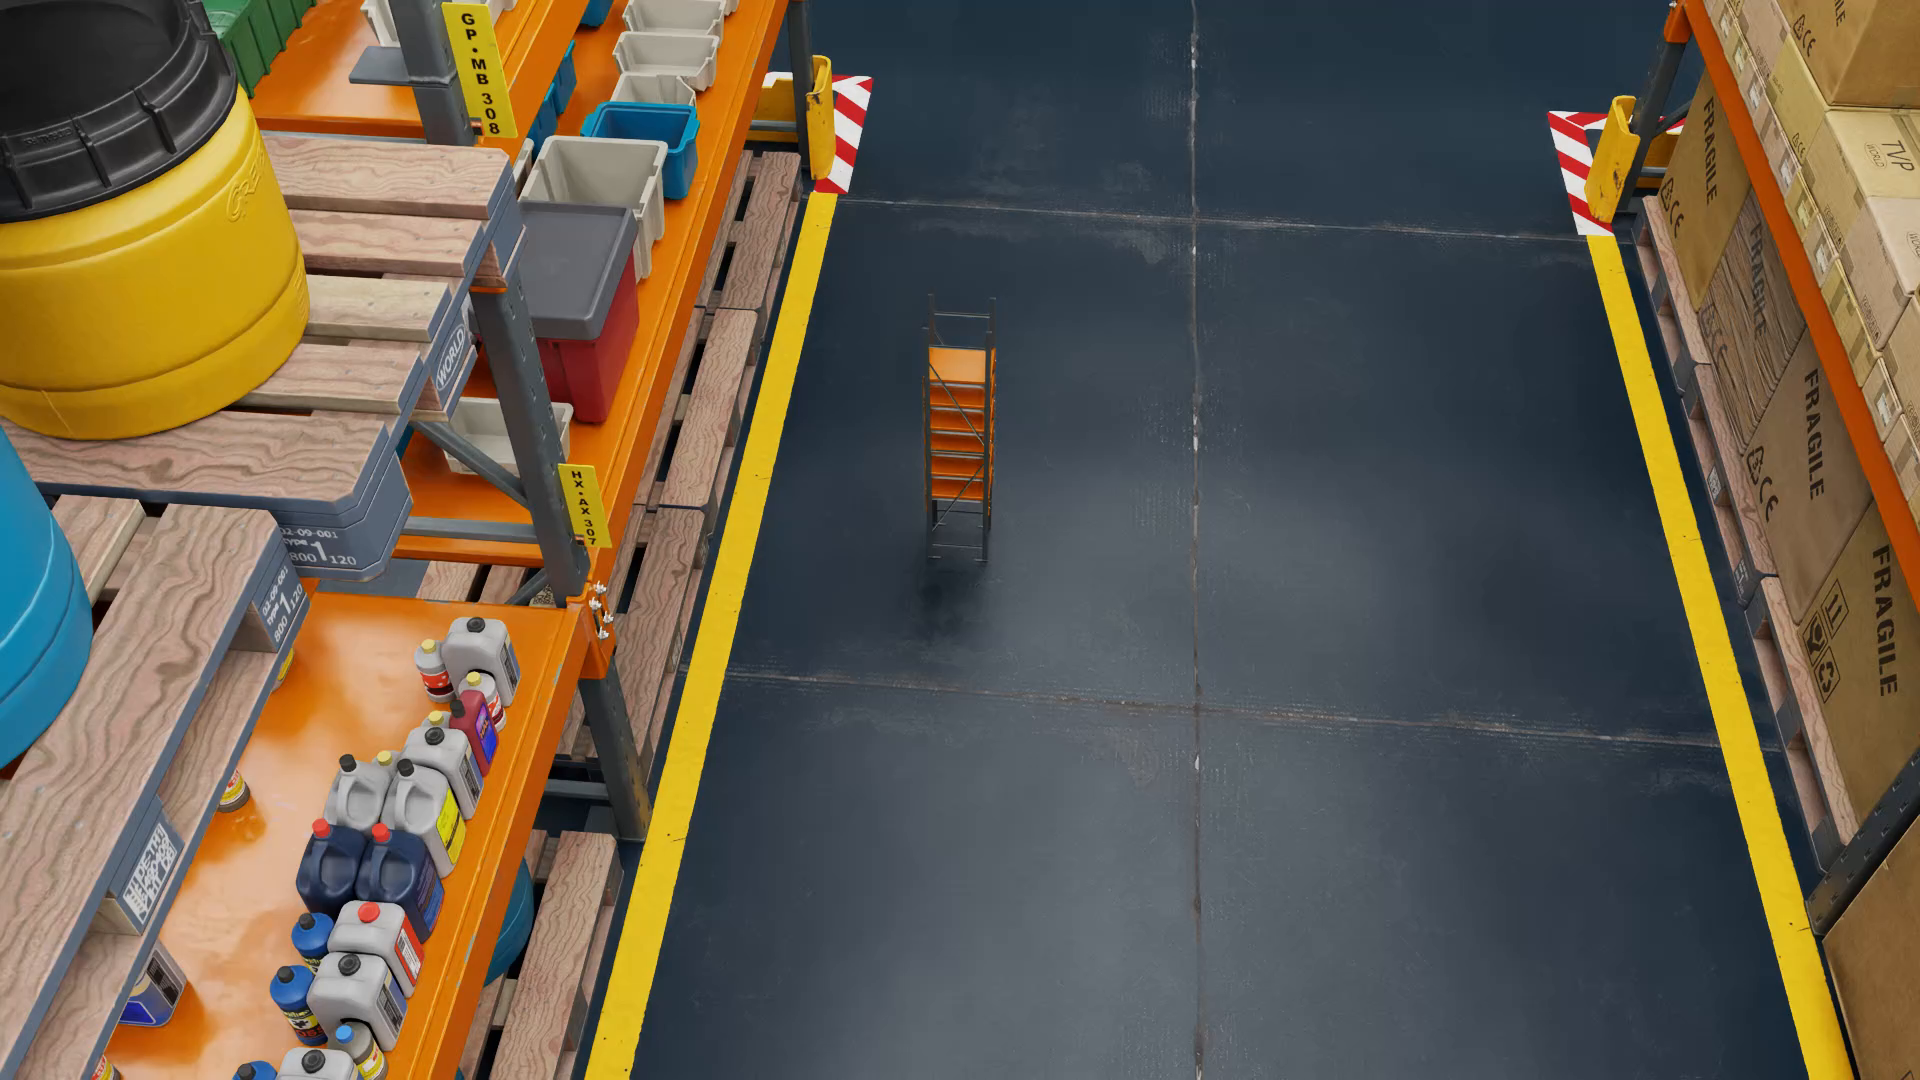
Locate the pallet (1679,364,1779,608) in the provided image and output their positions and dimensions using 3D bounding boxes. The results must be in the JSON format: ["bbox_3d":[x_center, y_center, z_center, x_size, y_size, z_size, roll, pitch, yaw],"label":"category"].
[{"bbox_3d":[3.601,-0.215,6.804,1.003,0.211,1.213,4,48,4],"label":"pallet"}]

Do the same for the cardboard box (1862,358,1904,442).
[{"bbox_3d":[3.117,-0.432,5.282,0.380,0.149,0.250,5,48,4],"label":"cardboard box"}]

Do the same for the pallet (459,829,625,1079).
[{"bbox_3d":[-1.699,1.468,5.264,1.003,0.211,1.213,4,48,4],"label":"pallet"}]

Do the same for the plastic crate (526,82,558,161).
[{"bbox_3d":[-1.720,-1.593,6.247,0.416,0.233,0.300,4,48,4],"label":"plastic crate"}]

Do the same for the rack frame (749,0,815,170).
[{"bbox_3d":[-1.222,-2.976,7.439,1.000,3.000,0.127,4,48,4],"label":"rack frame"}]

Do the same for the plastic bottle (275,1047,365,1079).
[{"bbox_3d":[-1.414,1.225,3.681,0.152,0.276,0.135,4,48,4],"label":"plastic bottle"}]

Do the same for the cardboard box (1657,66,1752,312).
[{"bbox_3d":[3.731,-1.592,7.329,0.875,0.875,0.875,4,48,4],"label":"cardboard box"}]

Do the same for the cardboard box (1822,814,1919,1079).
[{"bbox_3d":[3.307,1.343,4.644,1.225,0.875,0.875,4,48,4],"label":"cardboard box"}]

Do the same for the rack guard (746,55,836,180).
[{"bbox_3d":[-1.233,-2.151,8.379,1.175,0.500,0.348,4,48,4],"label":"rack guard"}]

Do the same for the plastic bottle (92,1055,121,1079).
[{"bbox_3d":[-1.988,1.190,3.763,0.097,0.201,0.097,0,48,0],"label":"plastic bottle"}]

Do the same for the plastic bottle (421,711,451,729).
[{"bbox_3d":[-1.357,0.523,4.374,0.097,0.201,0.097,0,48,0],"label":"plastic bottle"}]

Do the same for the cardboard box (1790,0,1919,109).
[{"bbox_3d":[3.311,-1.863,5.813,0.500,0.500,0.500,3,48,2],"label":"cardboard box"}]

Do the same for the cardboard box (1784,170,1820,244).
[{"bbox_3d":[3.210,-1.189,5.975,0.380,0.149,0.250,3,48,3],"label":"cardboard box"}]

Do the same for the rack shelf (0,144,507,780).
[{"bbox_3d":[-1.769,0.663,2.565,1.077,0.370,4.000,4,48,4],"label":"rack shelf"}]

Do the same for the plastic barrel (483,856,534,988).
[{"bbox_3d":[-1.653,0.928,5.006,0.600,0.901,0.708,4,48,4],"label":"plastic barrel"}]

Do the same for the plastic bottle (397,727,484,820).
[{"bbox_3d":[-1.334,0.585,4.266,0.152,0.276,0.135,4,48,4],"label":"plastic bottle"}]

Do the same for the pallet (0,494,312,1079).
[{"bbox_3d":[-1.661,0.431,2.418,1.003,0.211,1.213,4,48,4],"label":"pallet"}]

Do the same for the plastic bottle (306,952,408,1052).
[{"bbox_3d":[-1.392,1.054,3.837,0.152,0.276,0.135,4,48,4],"label":"plastic bottle"}]

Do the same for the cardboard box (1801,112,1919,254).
[{"bbox_3d":[3.265,-1.223,5.736,0.500,0.250,0.500,3,48,3],"label":"cardboard box"}]

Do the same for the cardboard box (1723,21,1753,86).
[{"bbox_3d":[3.304,-1.943,6.664,0.380,0.149,0.250,3,48,3],"label":"cardboard box"}]

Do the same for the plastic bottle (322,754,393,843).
[{"bbox_3d":[-1.488,0.668,4.140,0.144,0.351,0.185,4,48,4],"label":"plastic bottle"}]

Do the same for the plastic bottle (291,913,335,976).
[{"bbox_3d":[-1.506,0.962,3.924,0.097,0.271,0.097,0,48,0],"label":"plastic bottle"}]

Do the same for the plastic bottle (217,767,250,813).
[{"bbox_3d":[-1.916,0.608,4.295,0.097,0.201,0.097,0,48,0],"label":"plastic bottle"}]

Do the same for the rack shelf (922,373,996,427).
[{"bbox_3d":[-0.001,-0.526,6.153,0.258,0.103,0.180,4,48,4],"label":"rack shelf"}]

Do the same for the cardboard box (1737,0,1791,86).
[{"bbox_3d":[3.357,-1.976,6.424,0.500,0.250,0.500,3,48,3],"label":"cardboard box"}]

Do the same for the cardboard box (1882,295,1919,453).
[{"bbox_3d":[3.169,-0.476,5.053,0.500,0.250,0.500,5,48,5],"label":"cardboard box"}]

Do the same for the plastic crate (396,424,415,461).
[{"bbox_3d":[-1.884,-0.418,5.069,0.392,0.384,0.575,4,48,4],"label":"plastic crate"}]

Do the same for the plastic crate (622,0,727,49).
[{"bbox_3d":[-1.157,-2.084,6.761,0.396,0.136,0.243,4,48,4],"label":"plastic crate"}]

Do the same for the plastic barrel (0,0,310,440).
[{"bbox_3d":[-1.468,-0.570,2.794,0.600,0.588,0.600,0,48,0],"label":"plastic barrel"}]

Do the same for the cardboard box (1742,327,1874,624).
[{"bbox_3d":[3.567,-0.269,6.119,0.875,0.875,0.875,4,48,4],"label":"cardboard box"}]

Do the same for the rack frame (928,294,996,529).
[{"bbox_3d":[0.007,-0.462,6.359,0.240,1.200,0.006,4,48,4],"label":"rack frame"}]

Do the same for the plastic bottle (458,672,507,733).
[{"bbox_3d":[-1.284,0.429,4.460,0.097,0.201,0.097,0,48,0],"label":"plastic bottle"}]

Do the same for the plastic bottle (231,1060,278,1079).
[{"bbox_3d":[-1.539,1.232,3.678,0.097,0.271,0.097,0,48,0],"label":"plastic bottle"}]

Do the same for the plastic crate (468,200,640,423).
[{"bbox_3d":[-1.256,-0.718,5.290,0.402,0.464,0.583,4,48,4],"label":"plastic crate"}]

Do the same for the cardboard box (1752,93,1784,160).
[{"bbox_3d":[3.257,-1.564,6.318,0.380,0.149,0.250,3,48,3],"label":"cardboard box"}]

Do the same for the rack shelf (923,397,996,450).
[{"bbox_3d":[-0.001,-0.445,6.242,0.258,0.103,0.180,4,48,4],"label":"rack shelf"}]

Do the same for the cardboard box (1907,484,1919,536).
[{"bbox_3d":[3.070,-0.055,4.937,0.380,0.149,0.250,5,48,4],"label":"cardboard box"}]

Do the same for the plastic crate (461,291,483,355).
[{"bbox_3d":[-1.752,-0.805,5.599,0.437,0.125,0.590,4,48,4],"label":"plastic crate"}]

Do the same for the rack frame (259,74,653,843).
[{"bbox_3d":[-1.587,-0.037,4.751,1.000,3.000,0.127,4,48,4],"label":"rack frame"}]

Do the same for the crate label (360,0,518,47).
[{"bbox_3d":[-1.255,-1.300,4.052,0.293,0.136,0.466,4,48,4],"label":"crate label"}]

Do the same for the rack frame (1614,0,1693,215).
[{"bbox_3d":[3.710,-2.643,7.135,1.000,3.000,0.127,4,48,4],"label":"rack frame"}]

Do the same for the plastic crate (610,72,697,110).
[{"bbox_3d":[-1.167,-1.659,6.373,0.298,0.136,0.250,4,48,4],"label":"plastic crate"}]

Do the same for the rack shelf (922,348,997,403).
[{"bbox_3d":[-0.001,-0.607,6.065,0.258,0.103,0.180,4,48,4],"label":"rack shelf"}]

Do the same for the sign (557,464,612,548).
[{"bbox_3d":[-1.039,-0.092,4.614,0.100,0.325,0.005,4,48,4],"label":"sign"}]

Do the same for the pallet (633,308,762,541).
[{"bbox_3d":[-1.450,-0.538,7.099,1.003,0.211,1.213,4,48,4],"label":"pallet"}]

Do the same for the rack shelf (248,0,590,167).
[{"bbox_3d":[-1.405,-2.276,5.254,1.077,0.370,4.000,4,48,4],"label":"rack shelf"}]

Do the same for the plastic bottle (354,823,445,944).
[{"bbox_3d":[-1.362,0.813,4.007,0.144,0.351,0.185,4,48,4],"label":"plastic bottle"}]

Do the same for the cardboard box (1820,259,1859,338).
[{"bbox_3d":[3.164,-0.809,5.628,0.380,0.149,0.250,3,48,3],"label":"cardboard box"}]

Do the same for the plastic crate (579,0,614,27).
[{"bbox_3d":[-1.633,-2.297,6.891,0.416,0.233,0.300,4,48,4],"label":"plastic crate"}]

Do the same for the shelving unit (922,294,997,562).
[{"bbox_3d":[-0.001,-0.394,6.298,0.258,1.200,0.189,4,48,4],"label":"shelving unit"}]

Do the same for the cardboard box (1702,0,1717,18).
[{"bbox_3d":[3.349,-2.320,7.009,0.380,0.149,0.250,4,48,4],"label":"cardboard box"}]
